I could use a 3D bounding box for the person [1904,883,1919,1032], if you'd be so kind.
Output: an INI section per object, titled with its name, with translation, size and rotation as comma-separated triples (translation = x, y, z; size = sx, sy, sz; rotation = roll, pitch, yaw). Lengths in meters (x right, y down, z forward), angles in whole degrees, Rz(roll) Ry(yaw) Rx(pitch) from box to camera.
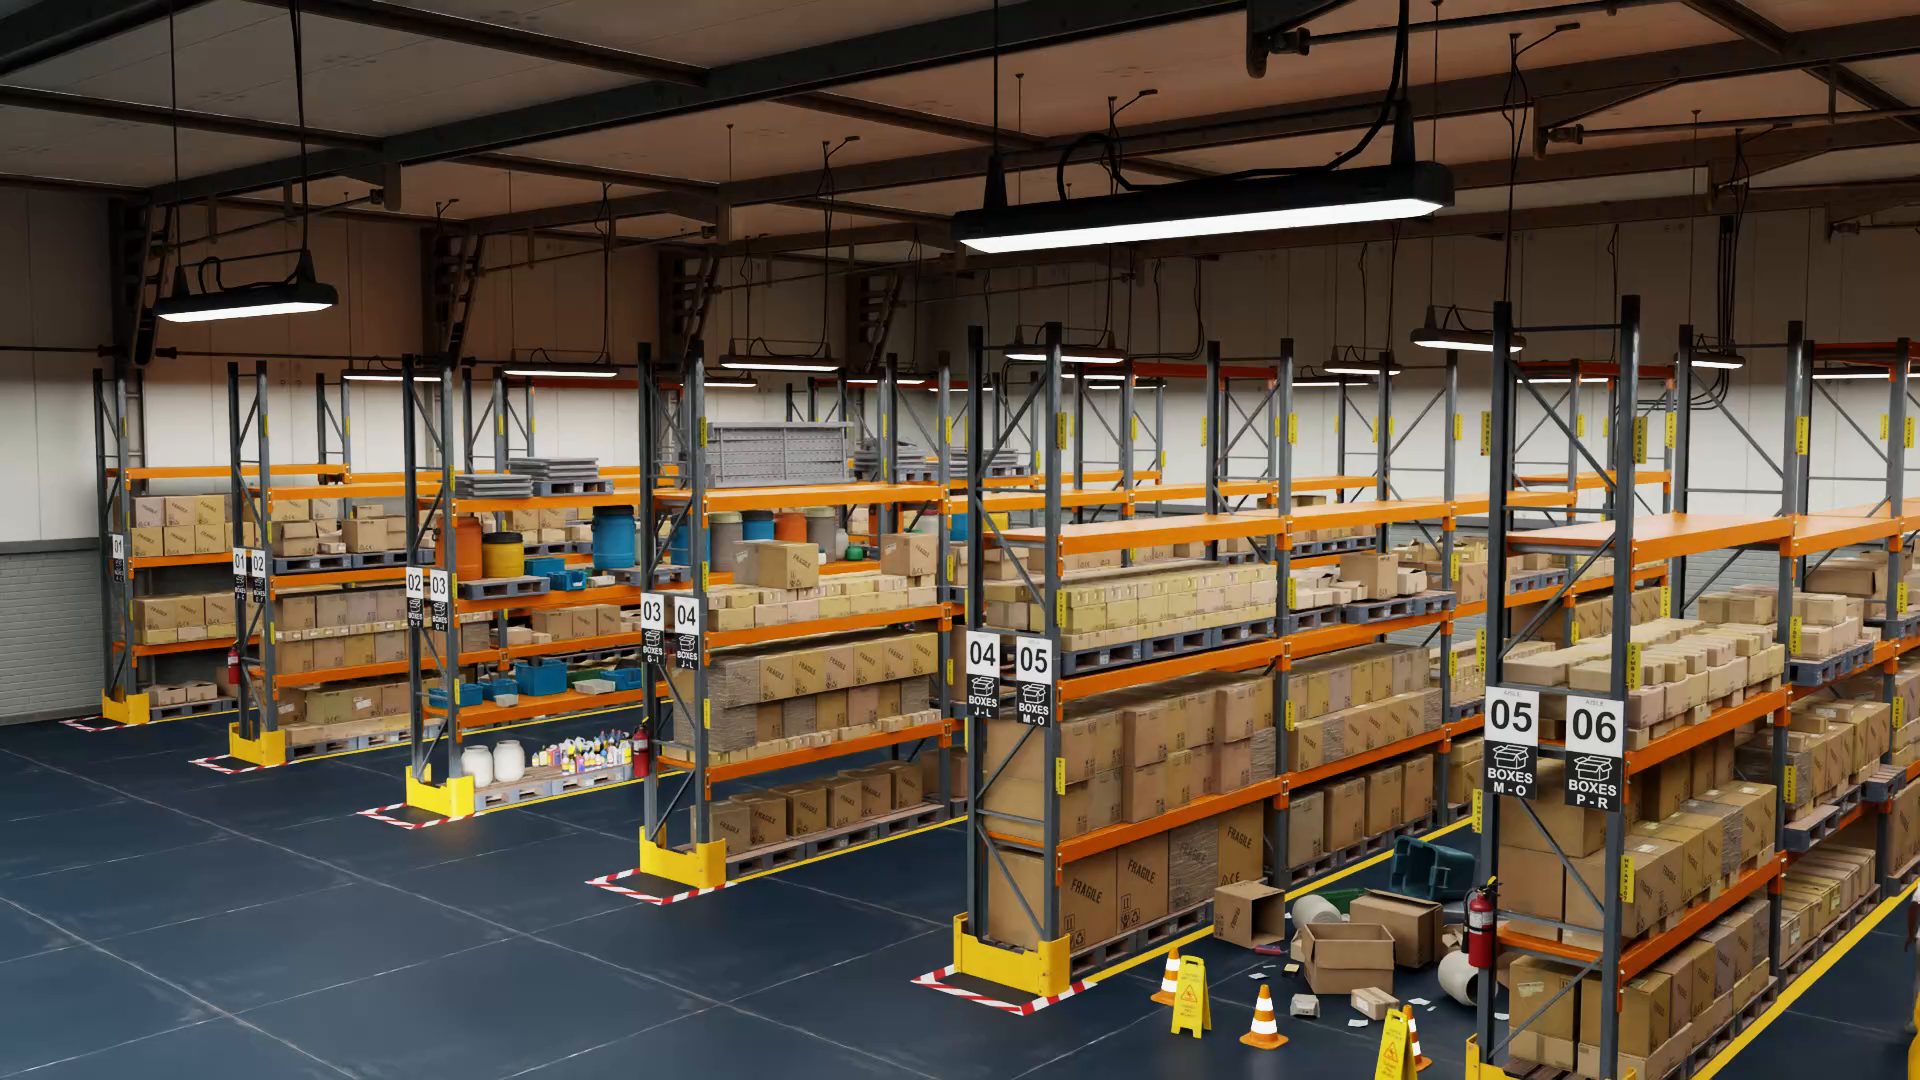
[person]
translation = 8.182, 3.368, 13.850
size = 0.511, 1.573, 0.712
rotation = 4, 6, 44
